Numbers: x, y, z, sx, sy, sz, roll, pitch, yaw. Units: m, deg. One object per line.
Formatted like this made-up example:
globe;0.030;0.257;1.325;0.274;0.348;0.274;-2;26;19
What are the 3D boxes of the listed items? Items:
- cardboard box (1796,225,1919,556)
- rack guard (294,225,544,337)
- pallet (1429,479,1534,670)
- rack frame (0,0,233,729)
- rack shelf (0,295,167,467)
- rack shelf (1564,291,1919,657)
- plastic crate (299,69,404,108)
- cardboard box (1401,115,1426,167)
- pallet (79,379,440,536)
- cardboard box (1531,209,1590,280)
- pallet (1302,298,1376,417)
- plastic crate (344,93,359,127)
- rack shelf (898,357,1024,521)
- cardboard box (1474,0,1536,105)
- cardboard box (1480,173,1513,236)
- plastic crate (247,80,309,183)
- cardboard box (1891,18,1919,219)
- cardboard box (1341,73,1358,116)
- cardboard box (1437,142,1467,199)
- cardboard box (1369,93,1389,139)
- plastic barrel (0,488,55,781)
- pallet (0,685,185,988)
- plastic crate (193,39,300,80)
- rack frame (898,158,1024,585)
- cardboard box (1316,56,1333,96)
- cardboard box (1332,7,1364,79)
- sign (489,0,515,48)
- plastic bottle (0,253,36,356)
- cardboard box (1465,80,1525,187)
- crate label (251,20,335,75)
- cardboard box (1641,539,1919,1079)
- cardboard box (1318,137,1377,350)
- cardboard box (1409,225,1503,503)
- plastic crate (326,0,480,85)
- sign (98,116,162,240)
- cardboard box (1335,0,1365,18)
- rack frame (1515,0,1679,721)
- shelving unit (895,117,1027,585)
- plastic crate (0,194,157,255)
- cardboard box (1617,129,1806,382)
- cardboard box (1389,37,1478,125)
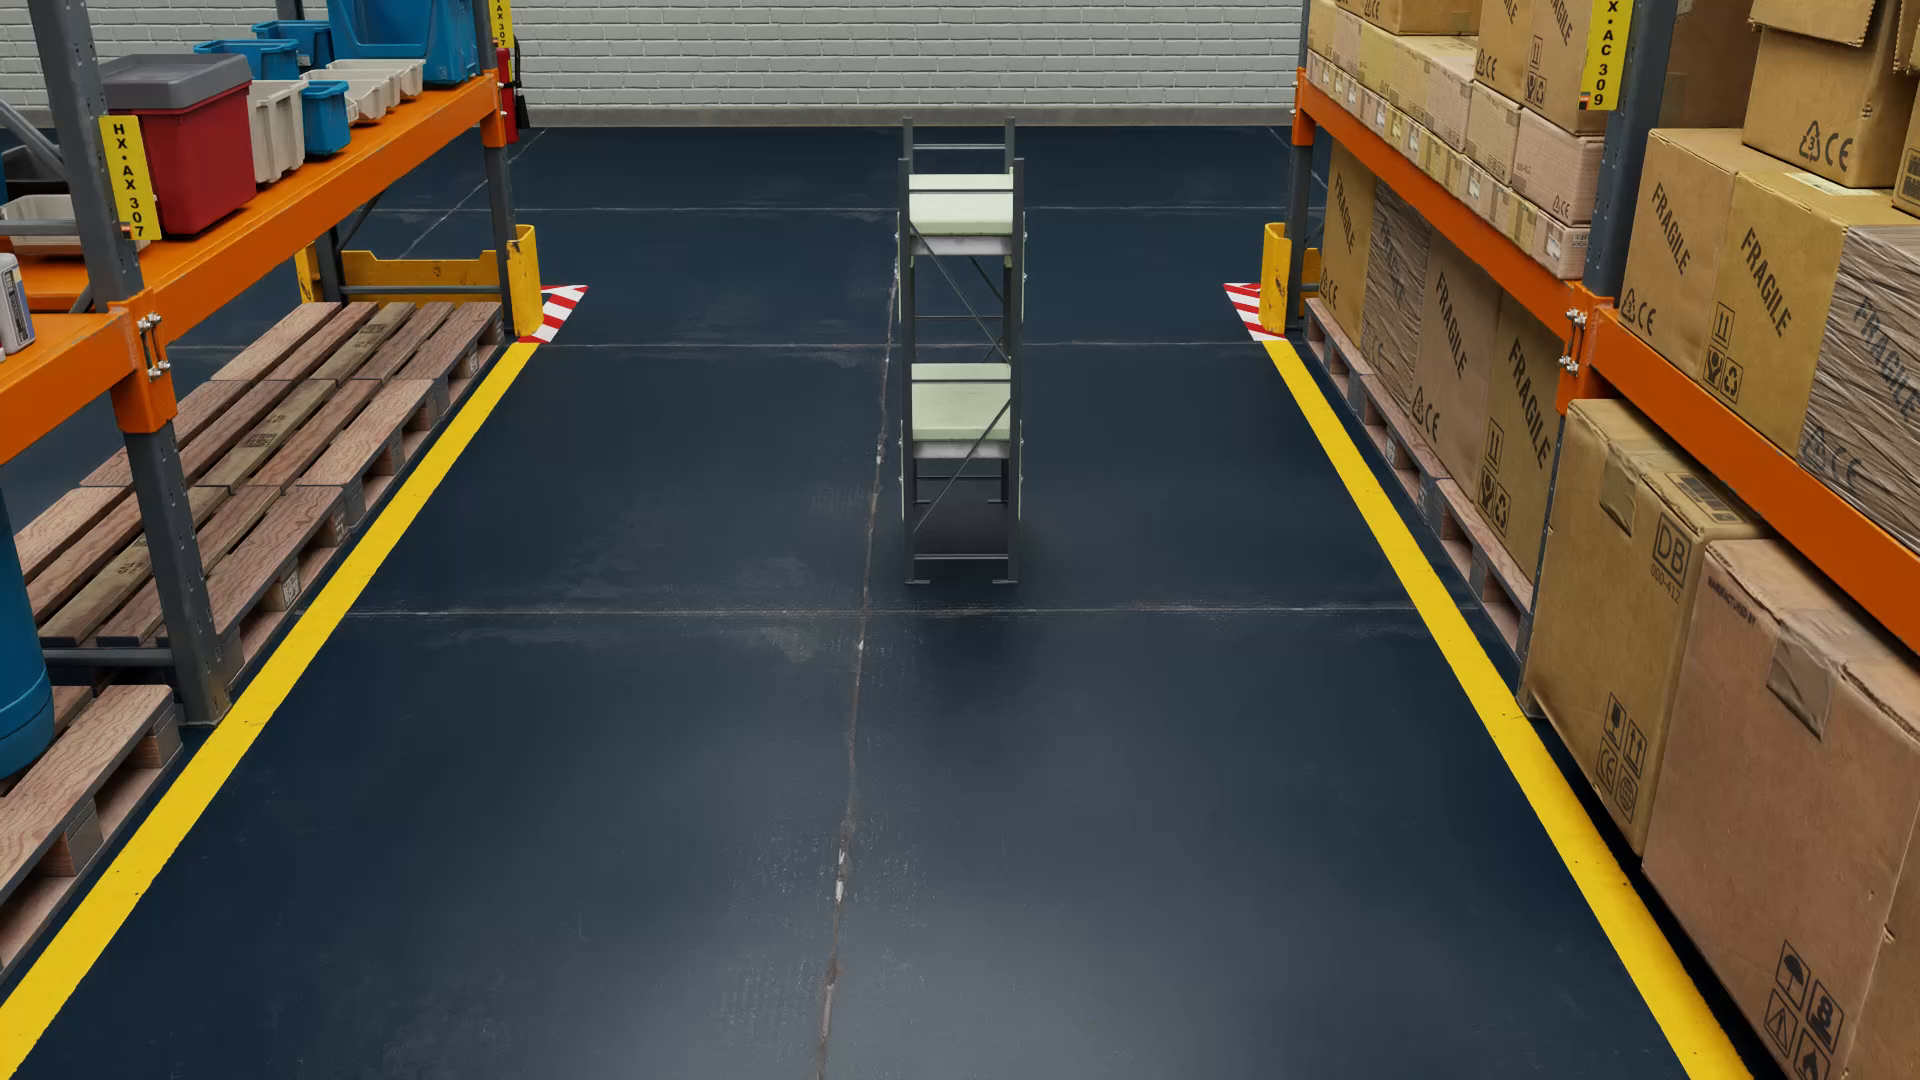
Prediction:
cardboard box;1.985;-0.287;3.123;0.500;0.500;0.500;-1;24;-2
rack guard;-2.791;-1.342;8.611;1.175;0.500;0.348;0;24;-1
pallet;2.289;0.111;5.748;1.003;0.211;1.213;0;24;-1
rack frame;-2.734;-0.823;4.430;1.000;3.000;0.127;0;24;-1
rack shelf;-2.712;0.329;2.756;1.077;0.370;4.000;0;24;-1
rack shelf;2.241;0.306;2.806;1.077;0.370;4.000;0;24;-1
plastic crate;-2.599;-1.924;7.111;0.396;0.136;0.243;0;24;-1
cardboard box;1.872;-1.490;6.209;0.380;0.149;0.250;0;24;0
pallet;-2.797;-0.360;6.789;1.003;0.211;1.213;0;24;-1
cardboard box;1.888;-0.855;4.806;0.380;0.149;0.250;0;24;0
pallet;2.262;-0.894;7.971;1.003;0.211;1.213;0;24;-1
plastic crate;-2.550;-1.687;6.588;0.298;0.136;0.250;0;24;-1
rack shelf;0.000;-0.384;6.069;0.431;0.370;0.720;0;24;-1
cardboard box;1.945;-1.649;5.167;0.500;0.500;0.500;0;24;0
cardboard box;1.882;-1.067;5.274;0.380;0.149;0.250;-1;24;-1
plastic crate;-2.566;-1.427;5.835;0.437;0.282;0.530;0;24;-1
cardboard box;2.230;-0.802;3.045;0.797;0.503;0.637;0;24;0
cardboard box;1.860;-1.913;7.144;0.380;0.149;0.250;-1;24;-1
cardboard box;1.876;-1.279;5.743;0.380;0.149;0.250;0;24;0
cardboard box;1.865;-1.702;6.677;0.380;0.149;0.250;-1;24;-1
plastic barrel;-2.745;0.166;4.280;0.600;0.901;0.708;0;24;-1
pallet;-2.767;0.765;4.301;1.003;0.211;1.213;0;24;-1
plastic crate;-3.097;-2.048;7.269;0.416;0.233;0.300;0;24;-1
rack frame;0.004;-0.530;5.601;0.400;1.500;0.023;0;24;-1
cardboard box;1.853;-2.126;7.615;0.380;0.149;0.250;-1;24;-1
cardboard box;1.923;-2.148;7.180;0.500;0.250;0.500;-1;24;-1
sign;-2.228;-2.555;8.061;0.100;0.325;0.005;0;24;-1
plastic bottle;-2.406;-0.606;4.100;0.152;0.276;0.135;0;24;-1
cardboard box;1.943;-1.307;5.320;0.500;0.250;0.500;0;24;1
crate label;-3.104;-2.319;7.869;0.416;0.233;0.303;0;24;-1
cardboard box;2.256;0.563;3.434;1.225;0.875;0.875;-1;24;-2
cardboard box;2.262;-1.454;7.893;0.875;0.875;0.875;0;24;-1
cardboard box;2.282;-0.712;6.253;0.875;0.875;0.875;0;24;-1
plastic crate;-2.587;-2.378;7.752;0.616;0.435;0.499;0;24;-1
sign;-2.184;-0.951;4.377;0.100;0.325;0.005;0;24;-1
cardboard box;1.916;-2.498;7.043;0.500;0.500;0.500;-1;24;-2
rack frame;2.219;-0.846;4.479;1.000;3.000;0.127;0;24;-1
shelving unit;0.000;-0.681;5.935;0.431;1.500;0.755;0;24;-1
plastic crate;-2.596;-0.923;4.898;0.396;0.136;0.243;0;24;-1
cardboard box;1.974;-0.700;4.037;0.500;0.500;0.500;0;24;0
cardboard box;1.935;-1.726;6.247;0.500;0.250;0.500;-1;24;-2
